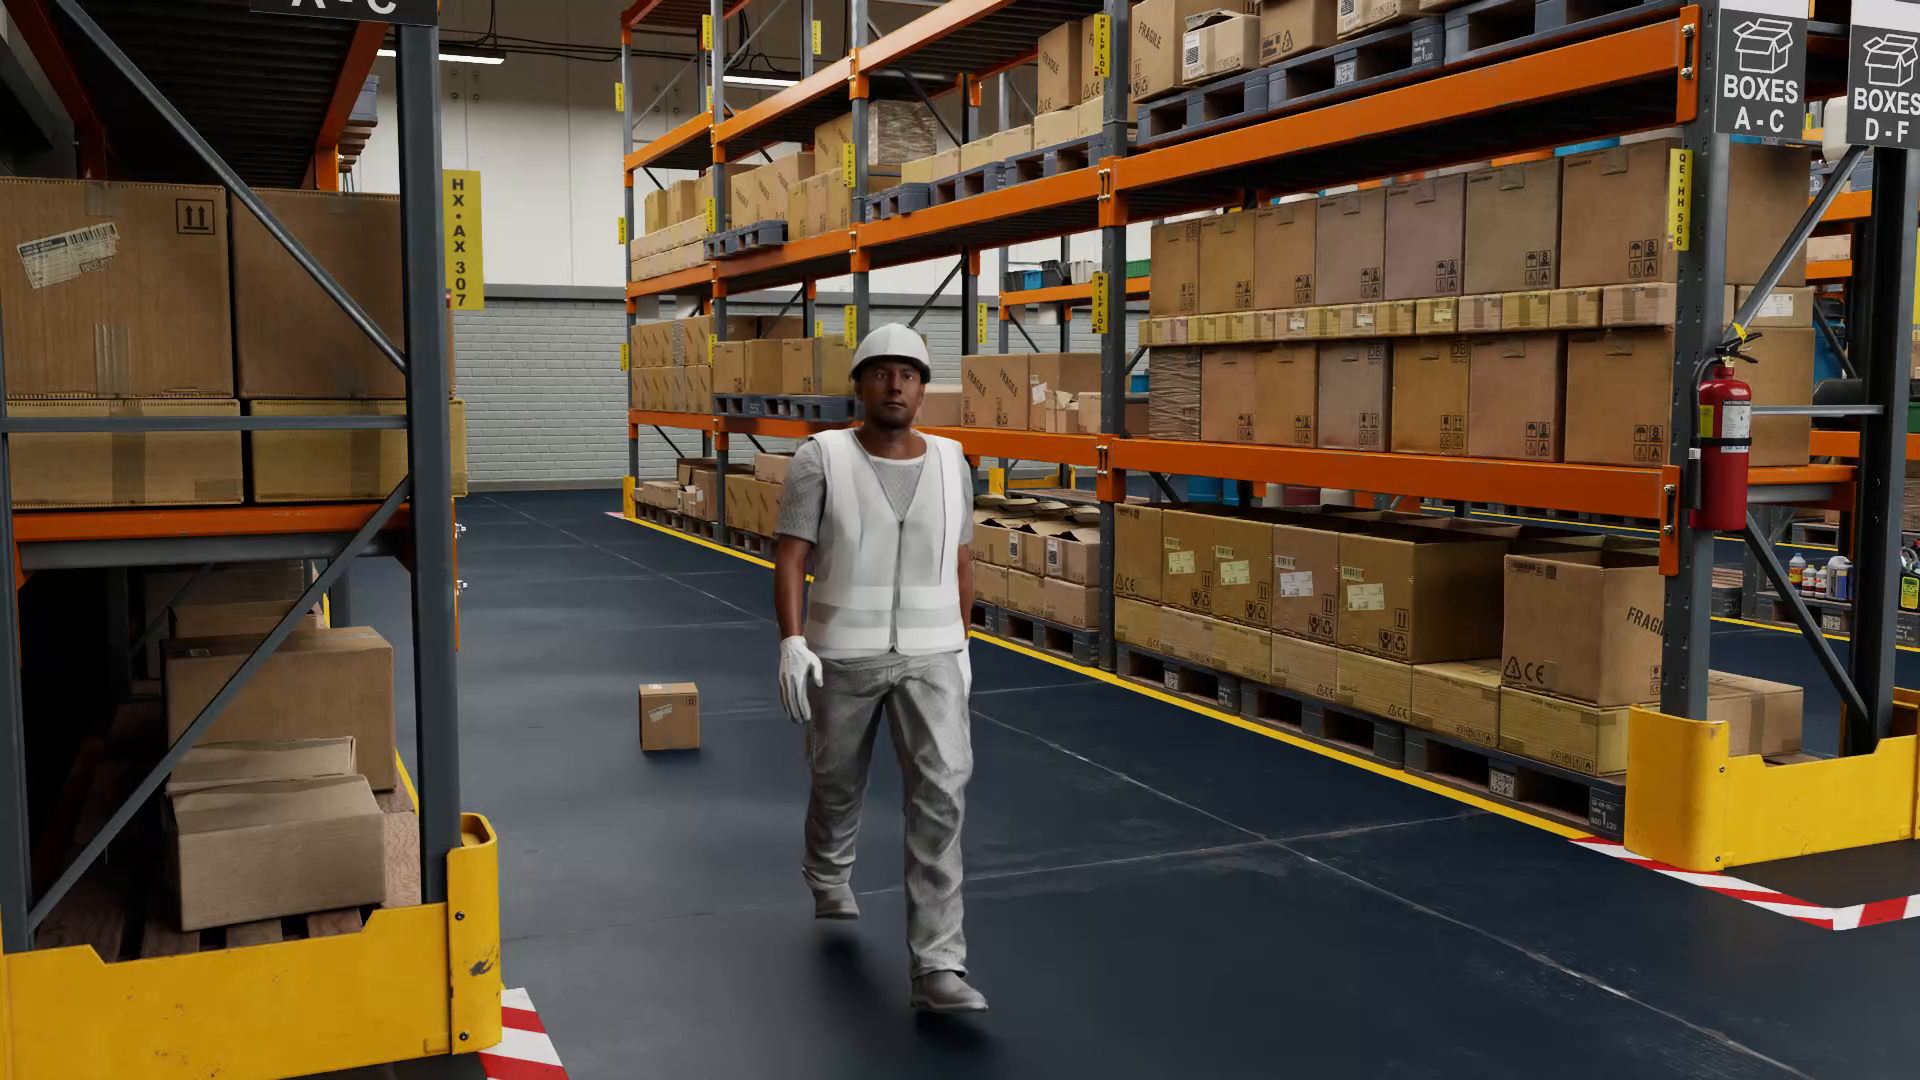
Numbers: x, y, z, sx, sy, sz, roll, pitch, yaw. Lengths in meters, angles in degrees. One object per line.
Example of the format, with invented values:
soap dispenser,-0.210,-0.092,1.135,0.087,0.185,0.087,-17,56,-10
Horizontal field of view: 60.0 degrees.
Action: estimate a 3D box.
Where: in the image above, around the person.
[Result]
person,-0.209,0.304,4.393,0.573,1.747,1.043,-1,5,-12
